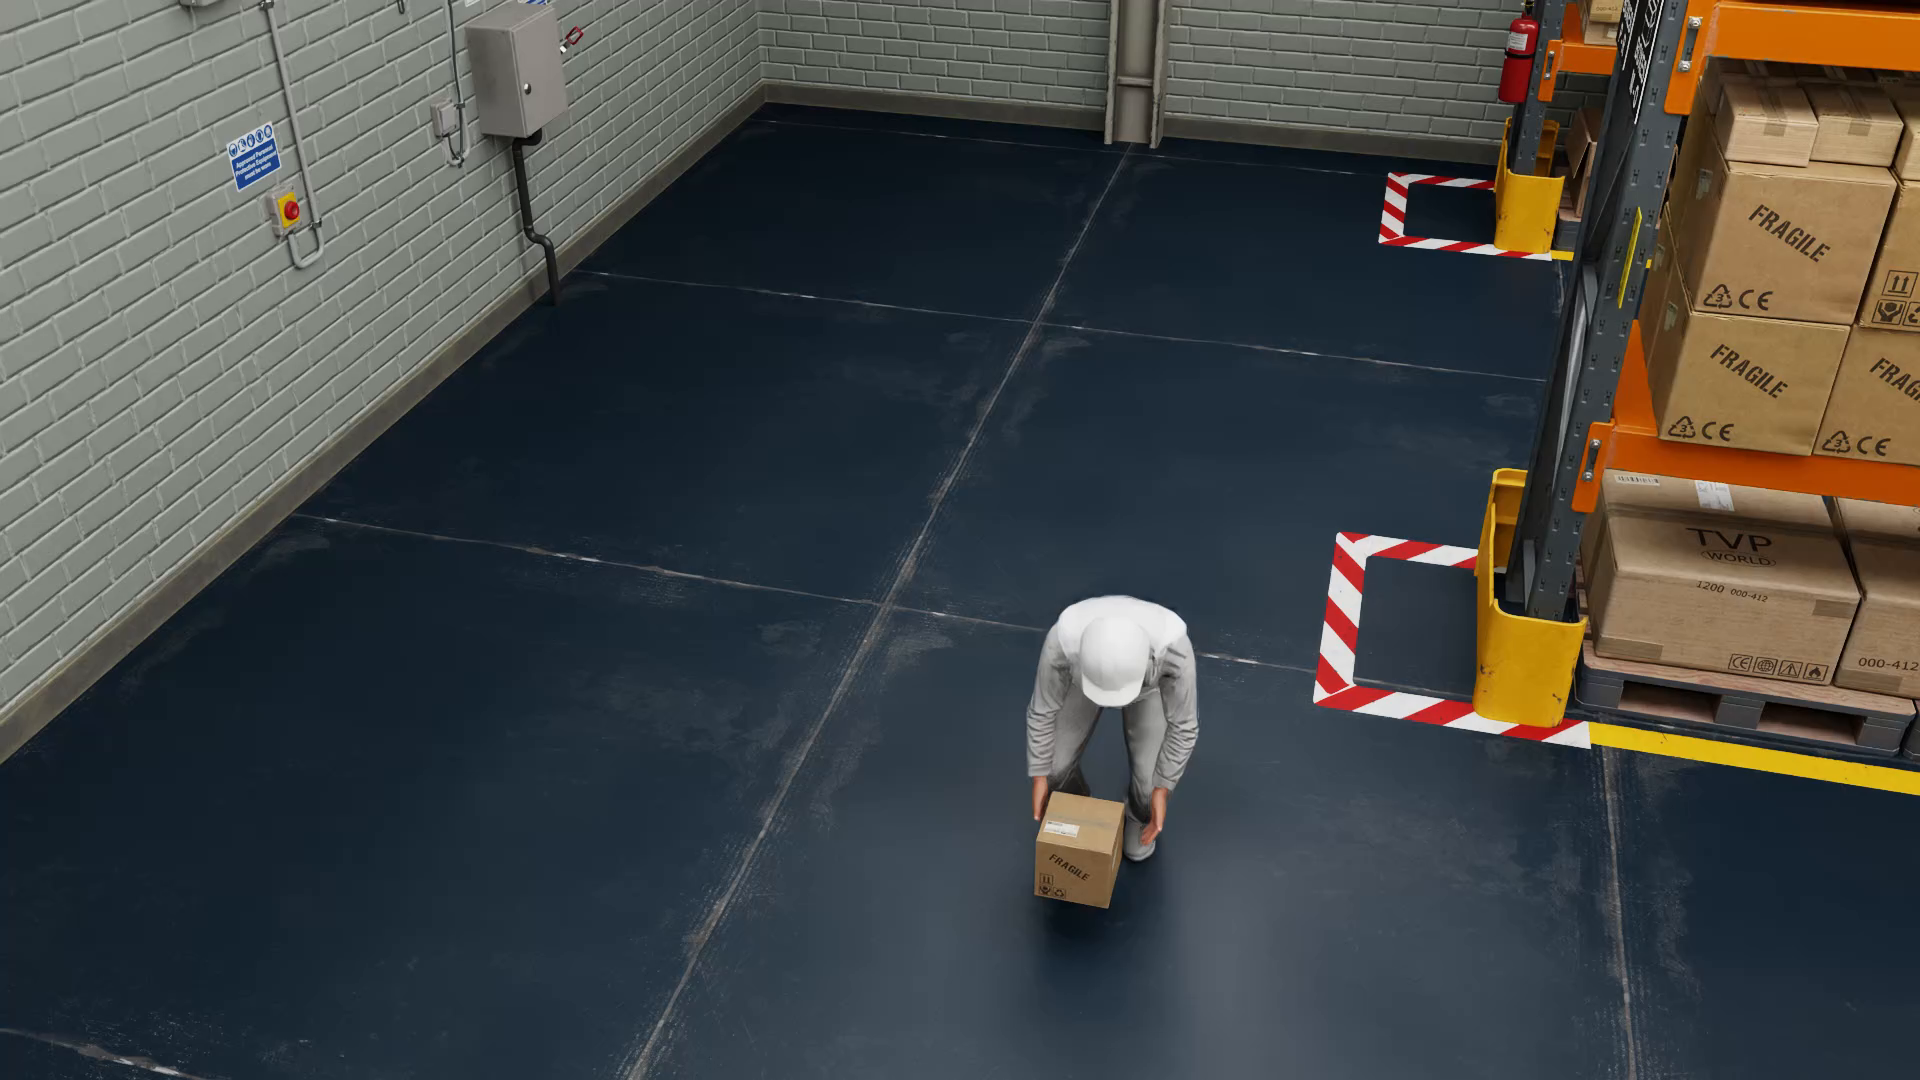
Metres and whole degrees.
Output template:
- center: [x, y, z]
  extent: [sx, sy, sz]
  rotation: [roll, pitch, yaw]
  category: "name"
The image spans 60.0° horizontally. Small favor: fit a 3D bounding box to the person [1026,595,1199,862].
- center: [0.541, 0.600, 5.691]
  extent: [0.574, 1.222, 0.844]
  rotation: [8, 33, 12]
  category: "person"
